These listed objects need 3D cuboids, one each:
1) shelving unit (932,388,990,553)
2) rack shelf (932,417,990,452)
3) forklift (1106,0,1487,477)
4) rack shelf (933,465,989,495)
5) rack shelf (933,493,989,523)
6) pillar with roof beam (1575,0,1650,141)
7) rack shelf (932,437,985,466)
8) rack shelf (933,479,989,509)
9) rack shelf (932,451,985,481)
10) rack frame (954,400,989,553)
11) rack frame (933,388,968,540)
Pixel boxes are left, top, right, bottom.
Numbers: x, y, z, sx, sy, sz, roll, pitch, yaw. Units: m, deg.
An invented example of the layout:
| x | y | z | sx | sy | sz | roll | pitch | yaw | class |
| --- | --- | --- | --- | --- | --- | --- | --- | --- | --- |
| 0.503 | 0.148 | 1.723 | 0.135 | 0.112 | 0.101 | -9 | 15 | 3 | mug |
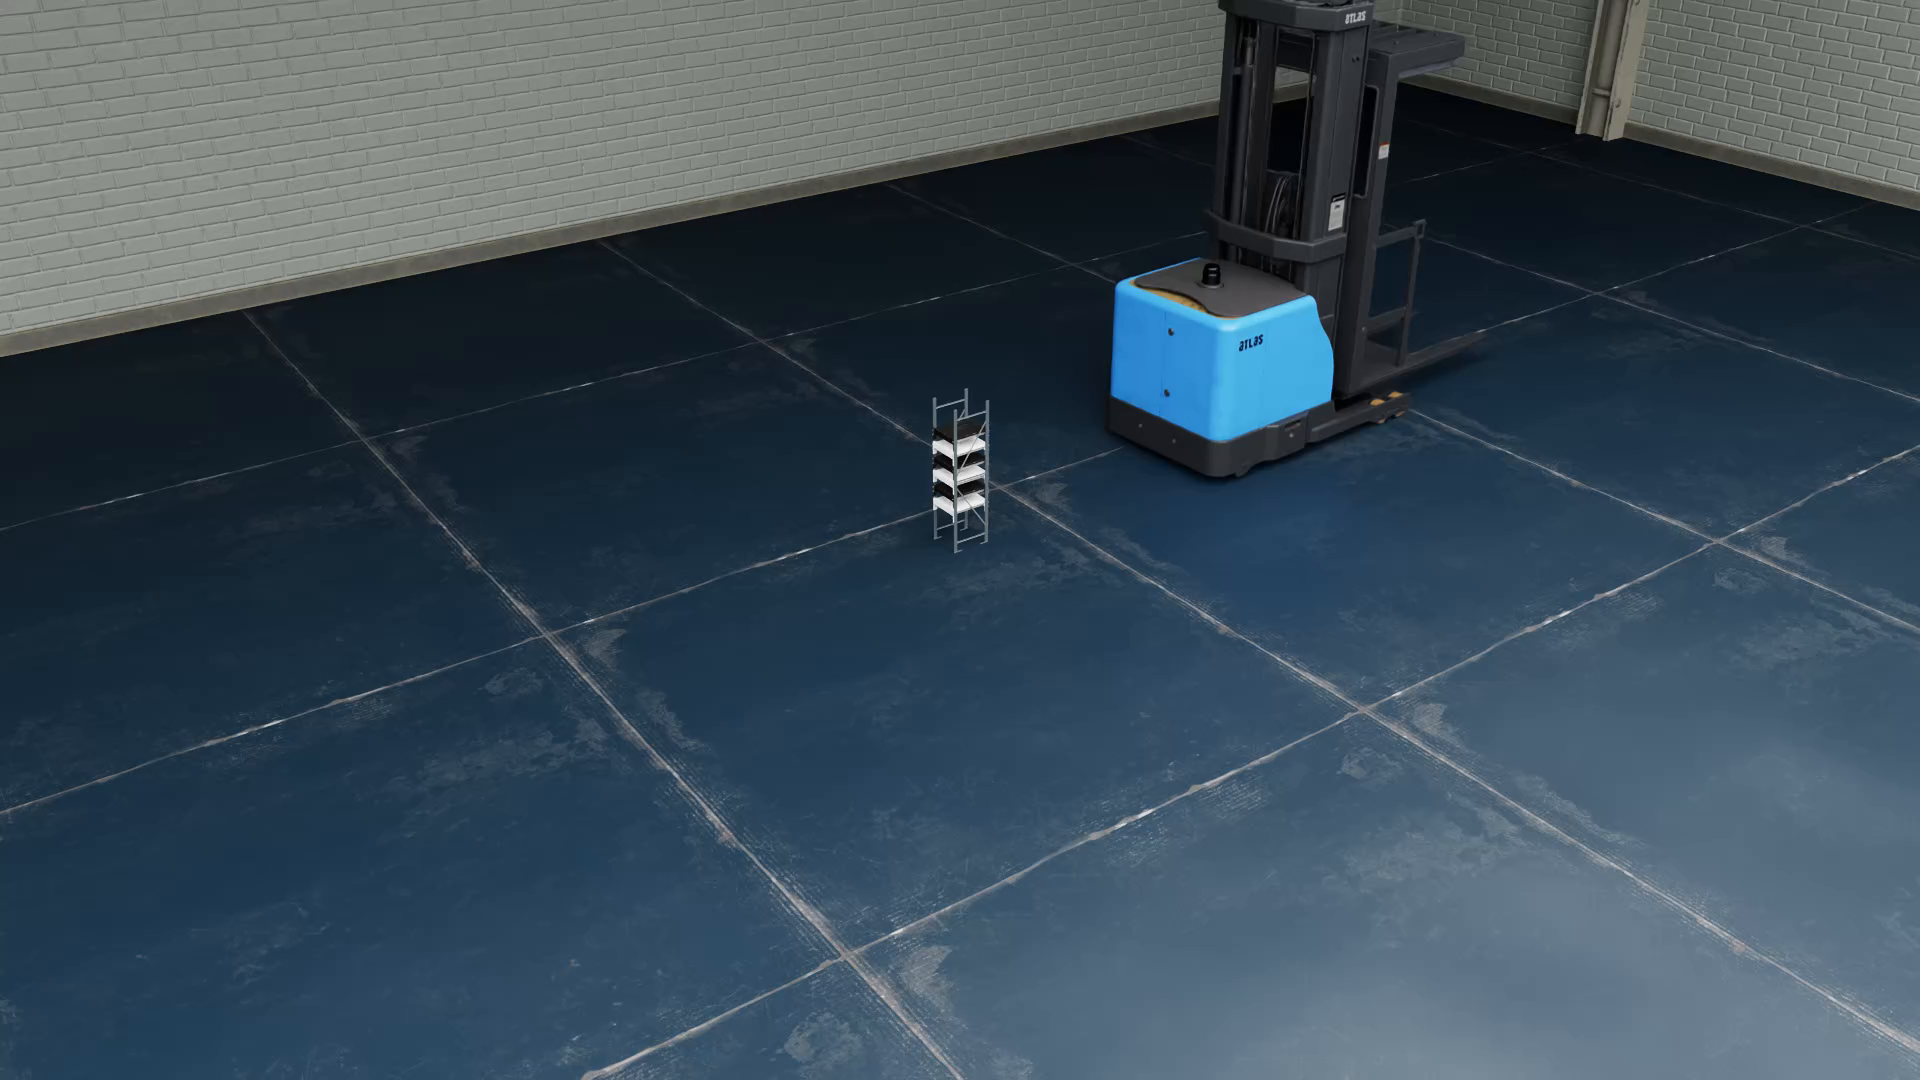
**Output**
| x | y | z | sx | sy | sz | roll | pitch | yaw | class |
| --- | --- | --- | --- | --- | --- | --- | --- | --- | --- |
| 0.005 | -0.392 | 9.529 | 0.258 | 0.900 | 0.210 | -19 | 34 | -31 | shelving unit |
| 0.005 | -0.600 | 9.416 | 0.258 | 0.077 | 0.200 | -19 | 34 | -31 | rack shelf |
| 2.429 | -2.243 | 10.809 | 3.031 | 2.935 | 1.130 | -21 | 35 | -34 | forklift |
| 0.005 | -0.363 | 9.545 | 0.258 | 0.077 | 0.200 | -19 | 34 | -31 | rack shelf |
| 0.005 | -0.205 | 9.631 | 0.258 | 0.077 | 0.200 | -19 | 34 | -31 | rack shelf |
| 3.294 | -7.073 | 13.345 | 9.100 | 9.000 | 0.400 | -19 | 34 | -31 | pillar with roof beam |
| 0.005 | -0.521 | 9.459 | 0.258 | 0.077 | 0.200 | -19 | 34 | -31 | rack shelf |
| 0.005 | -0.284 | 9.588 | 0.258 | 0.077 | 0.200 | -19 | 34 | -31 | rack shelf |
| 0.005 | -0.442 | 9.502 | 0.258 | 0.077 | 0.200 | -19 | 34 | -31 | rack shelf |
| 0.064 | -0.353 | 9.457 | 0.240 | 0.900 | 0.006 | -19 | 34 | -31 | rack frame |
| -0.054 | -0.432 | 9.602 | 0.240 | 0.900 | 0.006 | -19 | 34 | -31 | rack frame |
